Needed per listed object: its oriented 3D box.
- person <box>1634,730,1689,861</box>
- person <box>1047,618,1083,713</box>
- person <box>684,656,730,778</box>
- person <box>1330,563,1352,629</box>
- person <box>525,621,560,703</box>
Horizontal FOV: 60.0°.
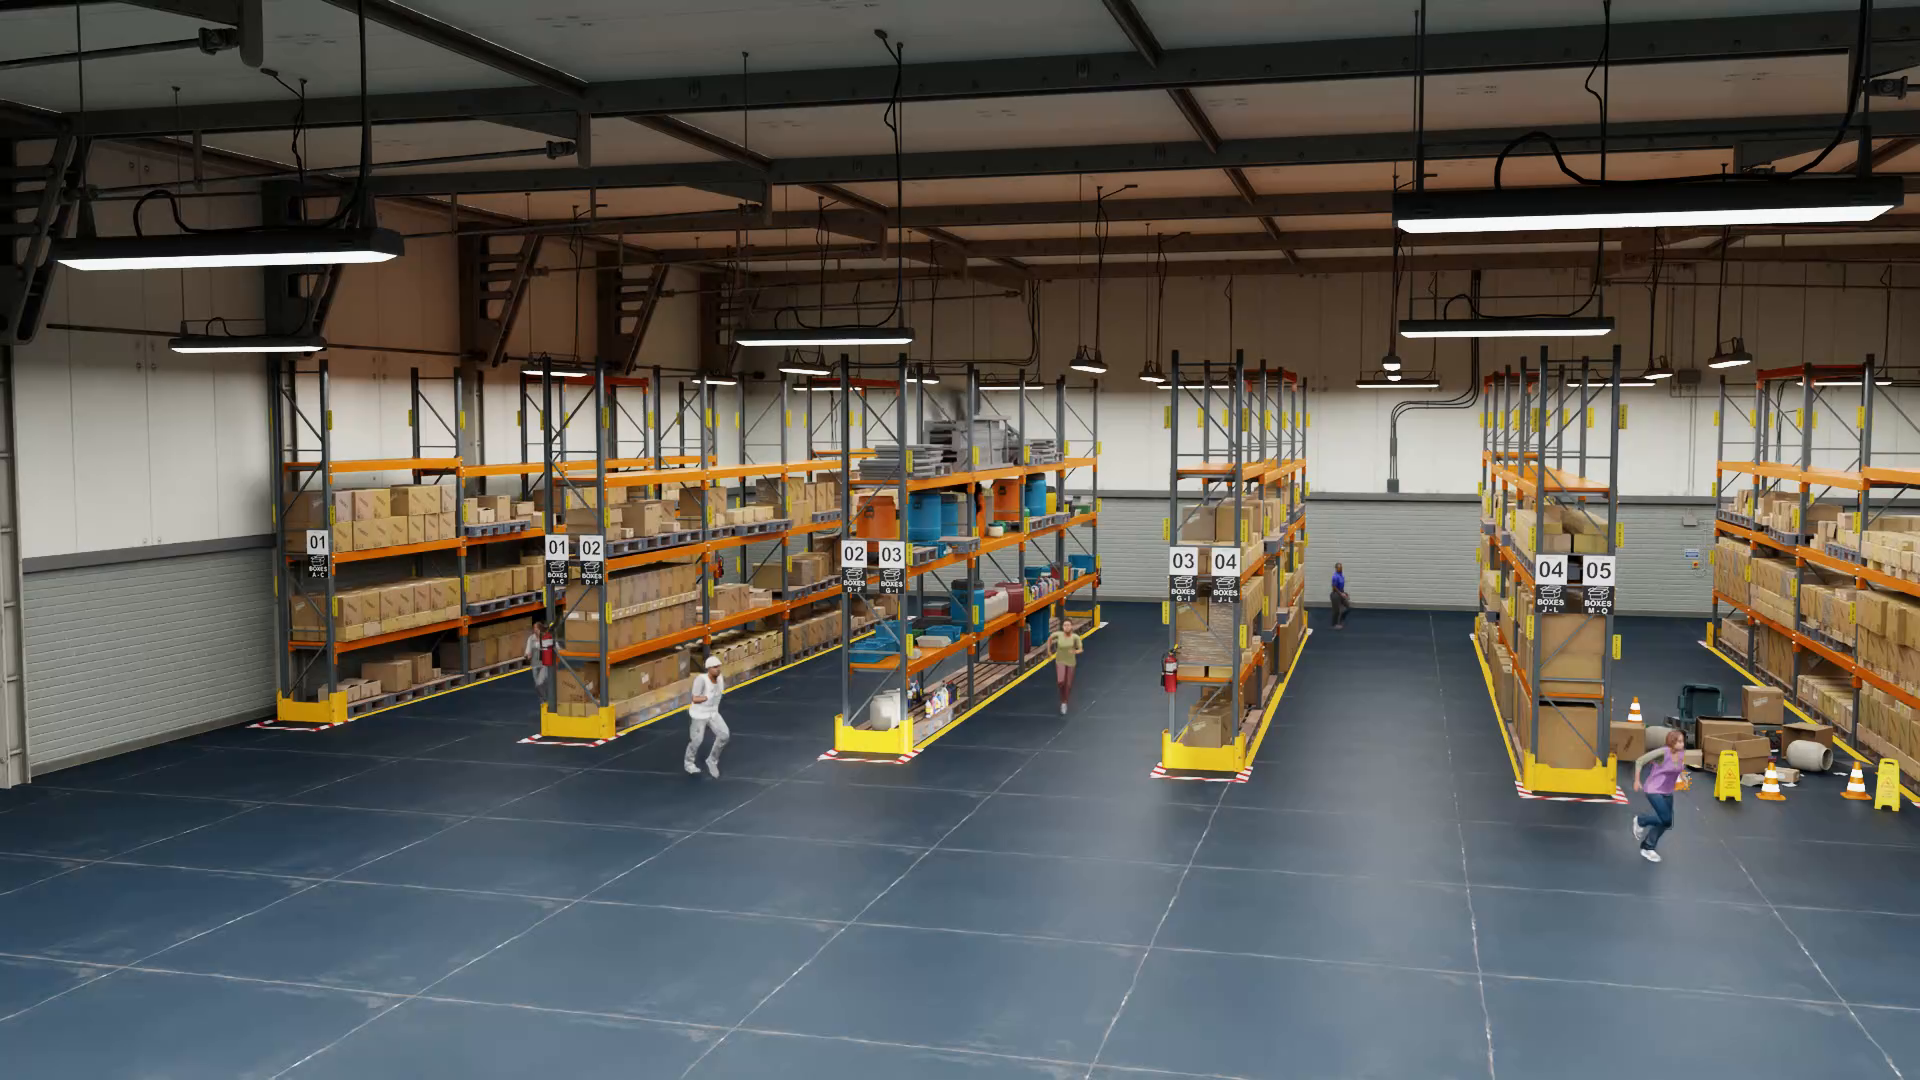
[{"bbox_3d":[7.979,2.896,18.919,0.528,1.531,0.669,-2,5,-29],"label":"person"},{"bbox_3d":[1.789,2.128,28.283,0.608,1.618,0.758,0,4,3],"label":"person"},{"bbox_3d":[-3.528,2.457,23.134,0.914,1.721,0.659,4,6,45],"label":"person"},{"bbox_3d":[9.077,1.334,39.648,0.691,1.615,0.618,-3,5,-40],"label":"person"},{"bbox_3d":[-7.135,2.183,28.292,0.504,1.558,0.732,1,4,12],"label":"person"}]
